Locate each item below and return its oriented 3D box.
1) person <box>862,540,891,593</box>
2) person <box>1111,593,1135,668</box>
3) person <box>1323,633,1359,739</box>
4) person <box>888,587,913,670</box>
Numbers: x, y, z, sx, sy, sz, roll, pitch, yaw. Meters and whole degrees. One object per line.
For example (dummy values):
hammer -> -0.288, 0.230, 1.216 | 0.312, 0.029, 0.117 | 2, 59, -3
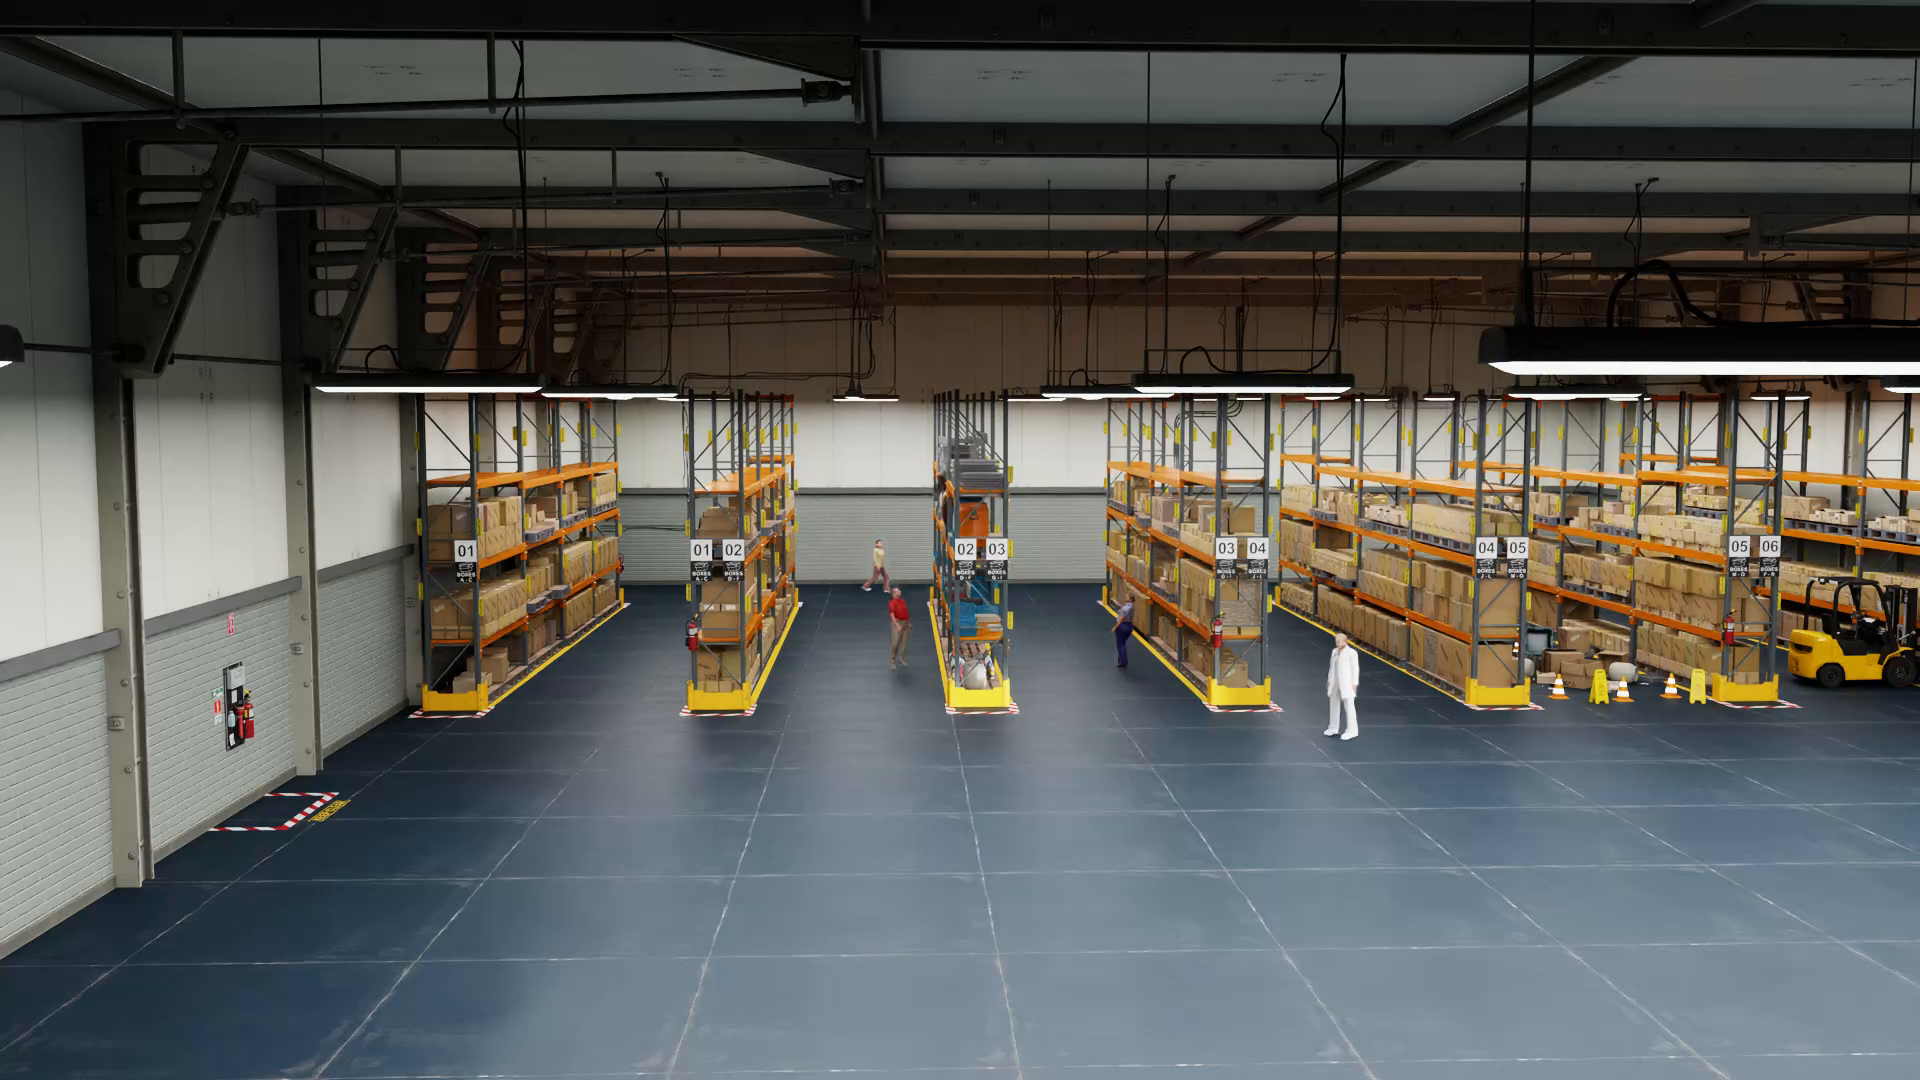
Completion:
person -> -2.499, 0.796, 50.492 | 0.959, 1.620, 0.522 | 1, 5, 12
person -> 3.519, 1.991, 36.172 | 0.475, 1.692, 0.559 | 3, 6, 33
person -> 6.533, 2.492, 28.628 | 0.434, 1.778, 0.641 | -4, 6, -38
person -> -1.288, 1.920, 36.088 | 0.607, 1.779, 0.451 | -4, 6, -41
